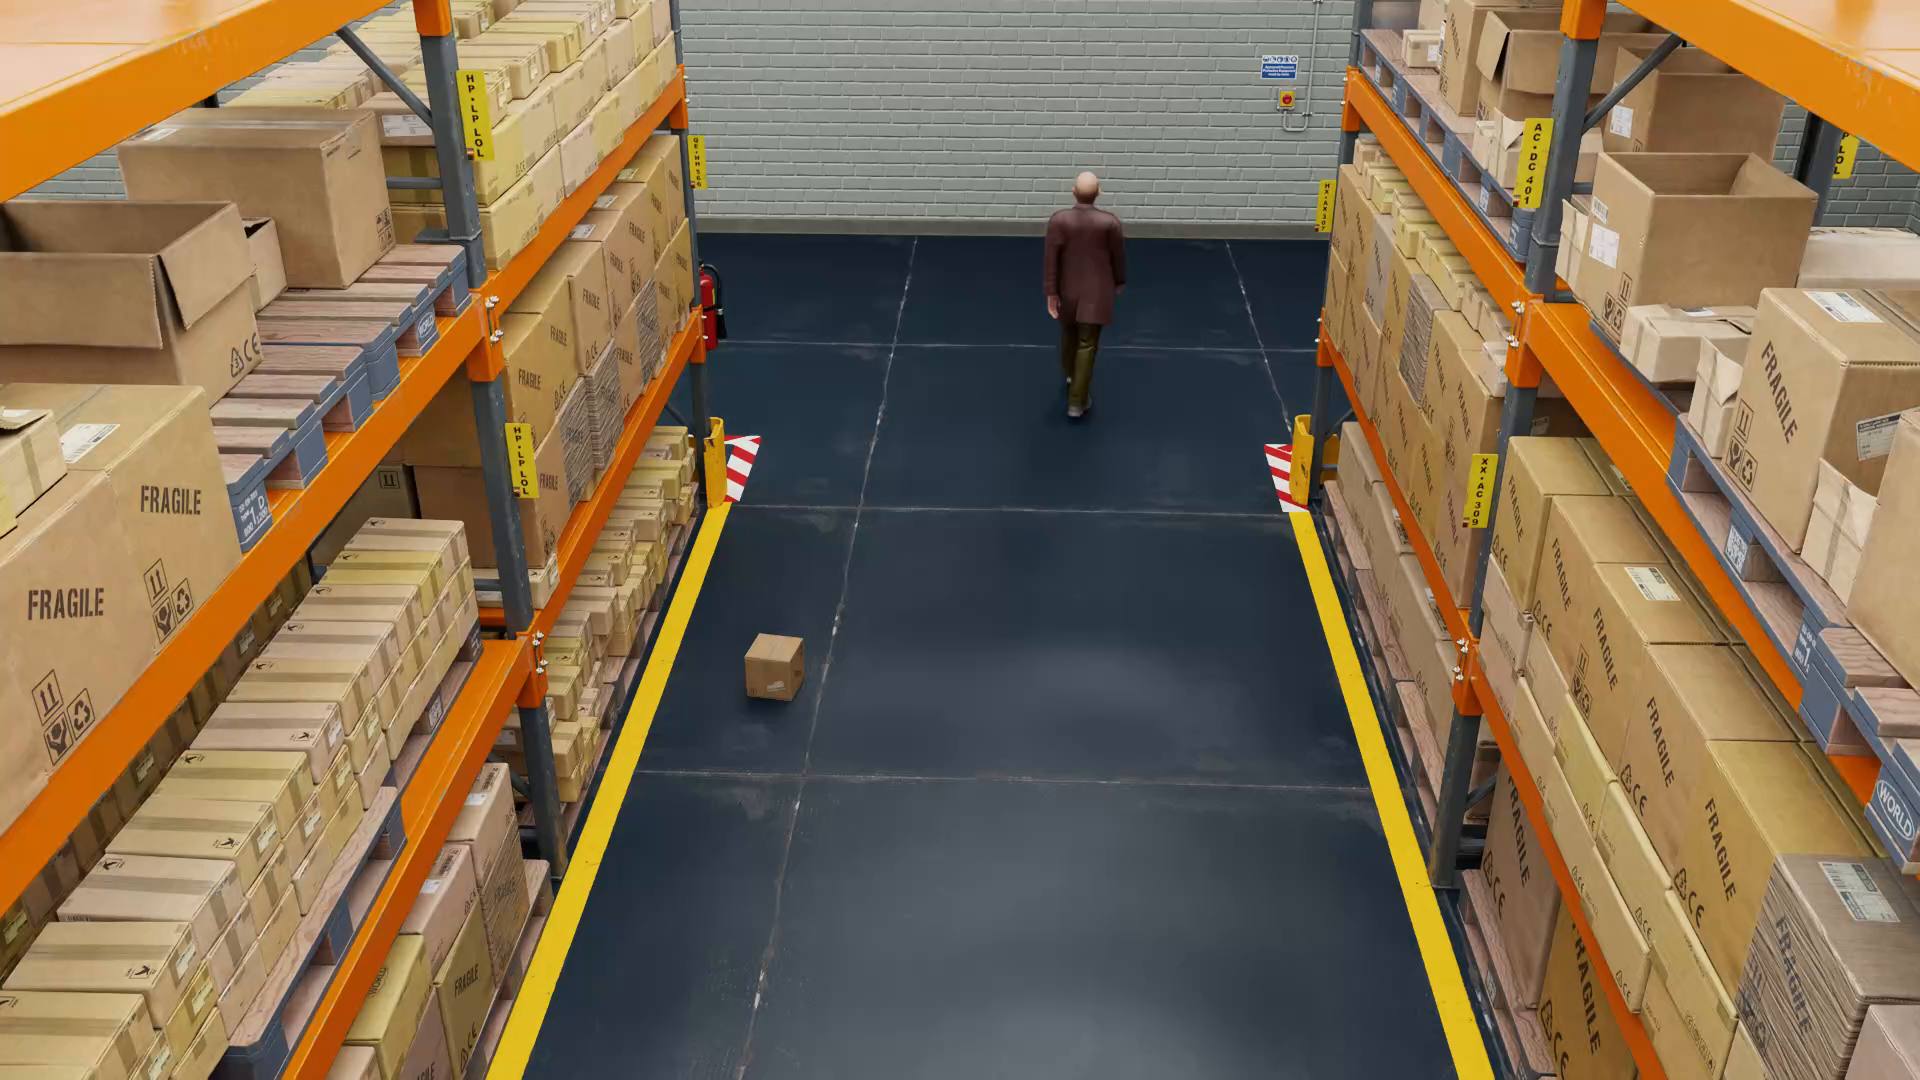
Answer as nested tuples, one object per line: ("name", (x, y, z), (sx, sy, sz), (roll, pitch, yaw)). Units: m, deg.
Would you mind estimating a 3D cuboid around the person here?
("person", (0.935, -1.857, 12.168), (0.571, 1.760, 0.965), (8, 29, 15))
